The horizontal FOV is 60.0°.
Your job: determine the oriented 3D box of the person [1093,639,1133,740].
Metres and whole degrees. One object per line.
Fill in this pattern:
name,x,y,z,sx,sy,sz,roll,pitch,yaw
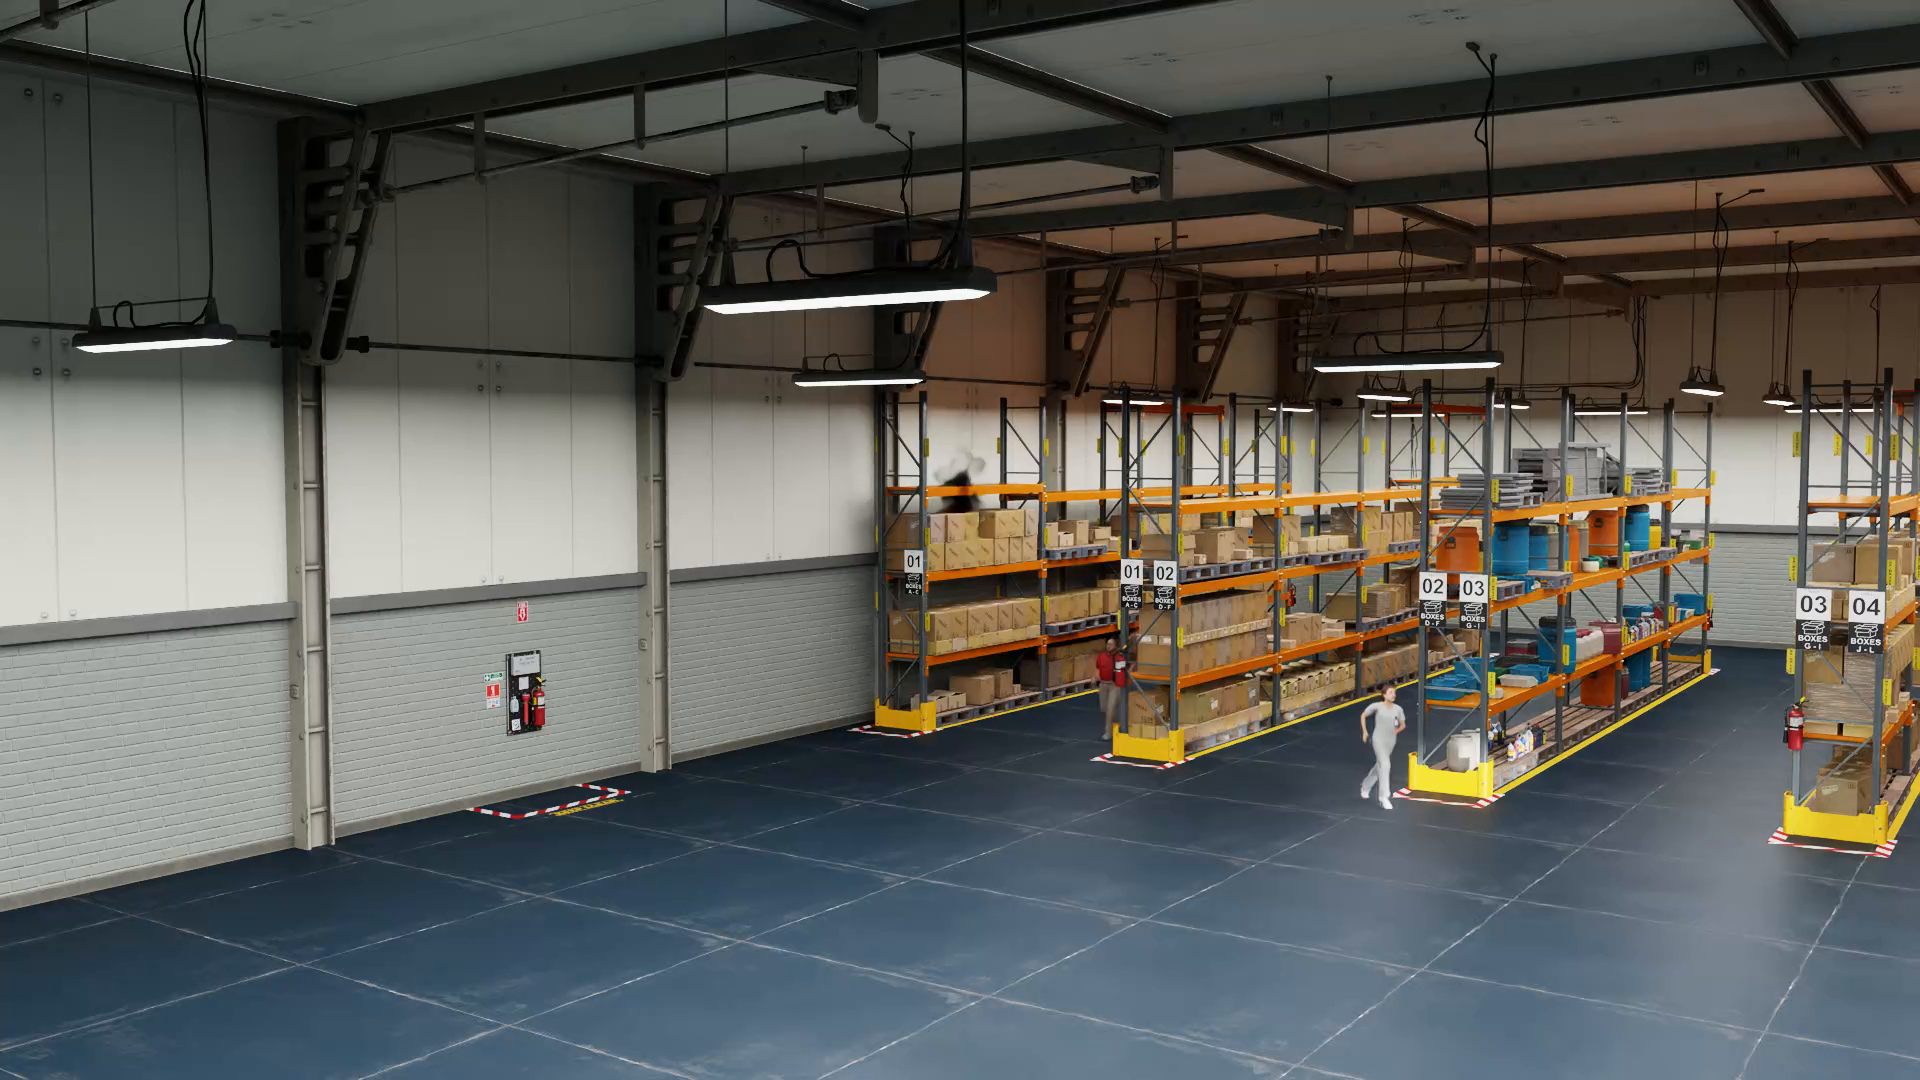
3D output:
person,2.638,2.567,28.852,0.663,1.717,0.792,2,4,27

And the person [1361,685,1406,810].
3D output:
person,5.982,2.865,23.332,0.575,1.664,0.865,-1,3,-15
